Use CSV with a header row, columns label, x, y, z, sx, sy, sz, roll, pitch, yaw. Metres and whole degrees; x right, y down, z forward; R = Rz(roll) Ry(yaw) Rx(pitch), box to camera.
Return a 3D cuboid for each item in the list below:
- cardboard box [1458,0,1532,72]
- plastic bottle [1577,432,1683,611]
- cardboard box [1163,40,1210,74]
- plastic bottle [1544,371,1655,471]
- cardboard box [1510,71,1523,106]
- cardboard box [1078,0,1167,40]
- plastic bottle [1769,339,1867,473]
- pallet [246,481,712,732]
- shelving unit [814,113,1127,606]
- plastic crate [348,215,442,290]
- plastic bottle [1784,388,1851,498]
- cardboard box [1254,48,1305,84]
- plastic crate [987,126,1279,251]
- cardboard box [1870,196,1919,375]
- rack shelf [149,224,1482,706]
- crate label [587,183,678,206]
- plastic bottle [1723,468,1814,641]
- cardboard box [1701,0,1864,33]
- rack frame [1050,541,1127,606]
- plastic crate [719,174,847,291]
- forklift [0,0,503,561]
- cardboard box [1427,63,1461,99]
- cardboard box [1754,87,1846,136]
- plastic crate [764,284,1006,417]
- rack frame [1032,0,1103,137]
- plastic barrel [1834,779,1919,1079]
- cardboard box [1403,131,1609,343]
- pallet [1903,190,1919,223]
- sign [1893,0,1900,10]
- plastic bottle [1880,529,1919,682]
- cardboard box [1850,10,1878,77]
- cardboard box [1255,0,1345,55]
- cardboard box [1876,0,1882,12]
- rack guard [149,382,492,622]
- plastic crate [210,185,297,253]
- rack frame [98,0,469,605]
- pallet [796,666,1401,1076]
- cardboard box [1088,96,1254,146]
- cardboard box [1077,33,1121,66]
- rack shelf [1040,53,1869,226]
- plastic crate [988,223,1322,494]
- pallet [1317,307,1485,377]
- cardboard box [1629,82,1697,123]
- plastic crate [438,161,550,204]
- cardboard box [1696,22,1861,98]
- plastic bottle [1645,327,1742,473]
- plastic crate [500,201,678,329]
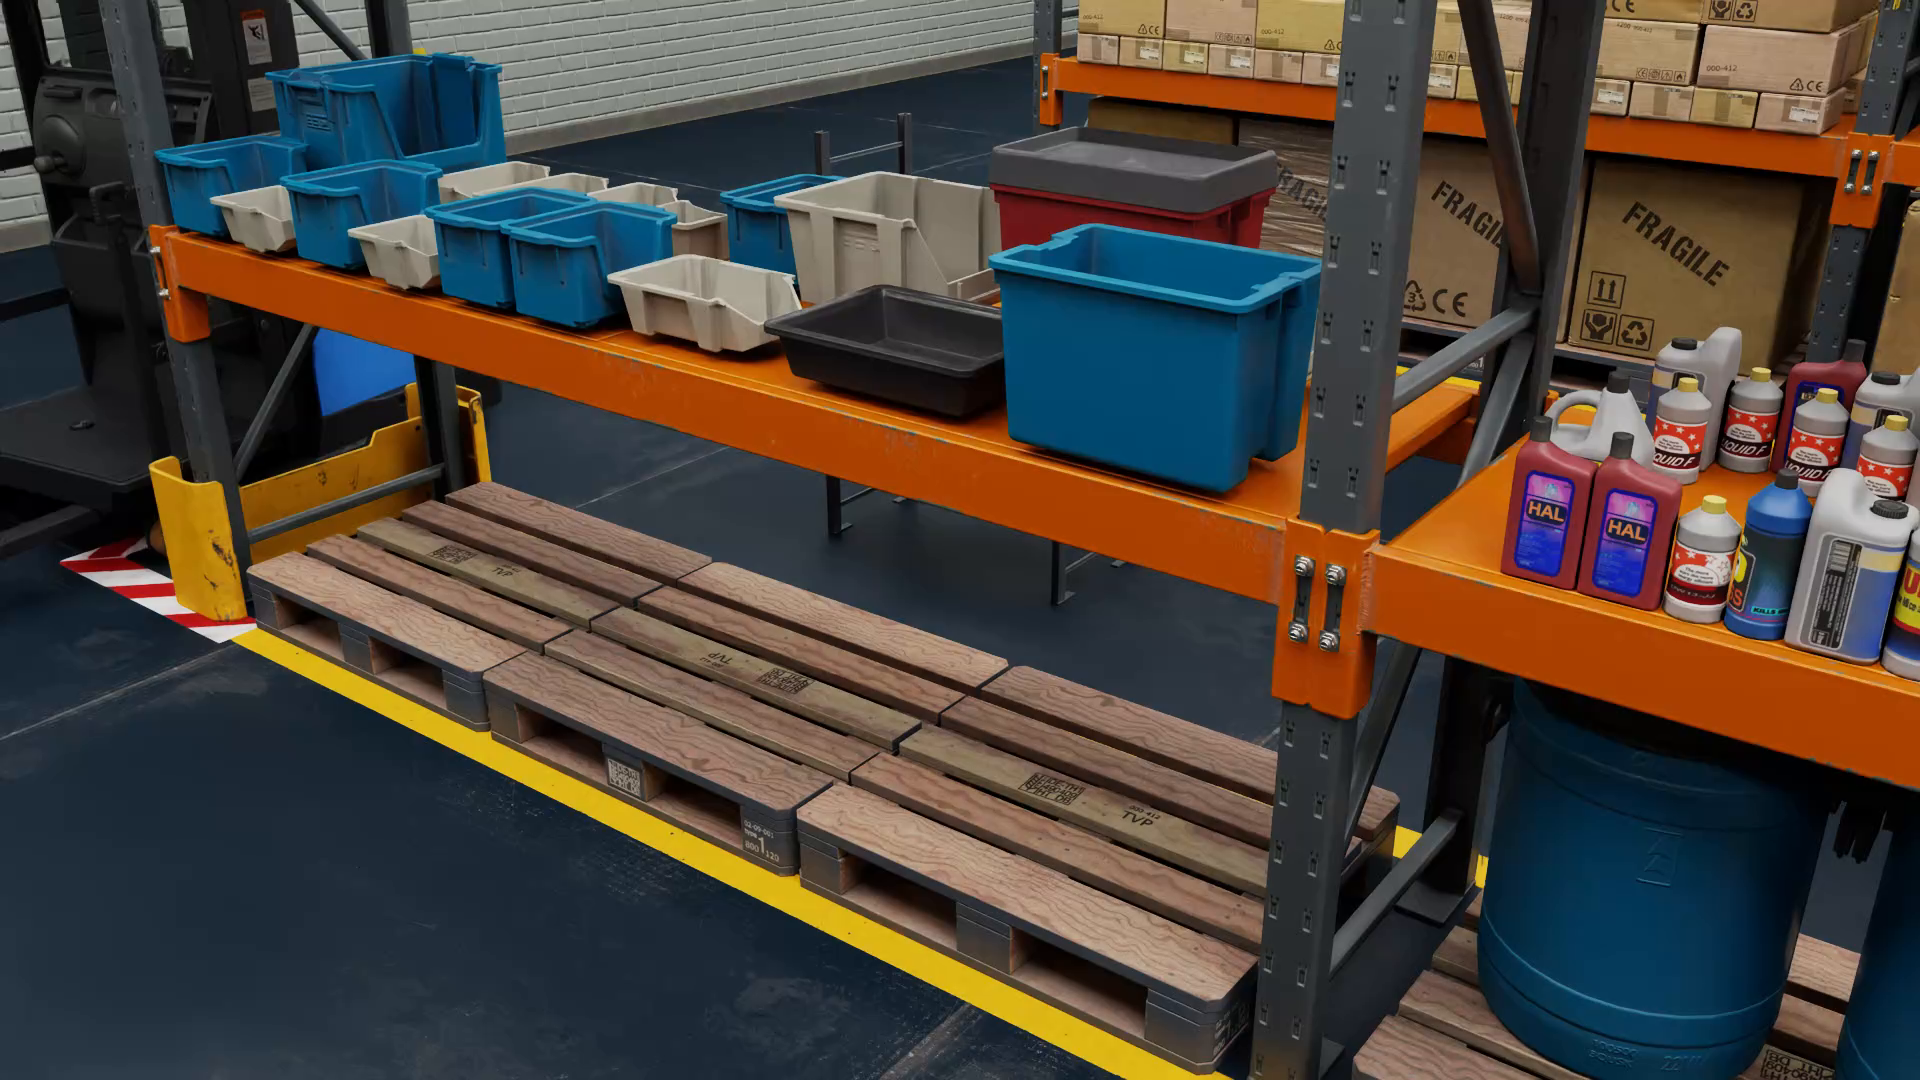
label,x,y,z,sx,sy,sz,roll,pitch,yaw
cardboard box,2.603,-2.280,7.522,0.500,0.250,0.500,18,29,34
plastic bottle,1.111,-0.033,2.749,0.133,0.283,0.061,17,29,33
cardboard box,1.234,-2.479,8.469,0.250,0.149,0.380,16,28,32
plastic bottle,1.087,-0.123,2.870,0.185,0.351,0.144,17,29,33
cardboard box,2.673,-2.045,7.482,0.250,0.149,0.380,17,29,34
cardboard box,0.959,-2.774,8.644,0.500,0.250,0.500,16,28,32
plastic bottle,1.689,-0.259,3.263,0.133,0.283,0.061,17,29,33
pallet,-1.597,0.176,5.589,1.213,0.211,1.003,17,29,33
shelving unit,0.068,-0.666,5.901,1.048,1.500,0.538,17,29,33
plastic crate,-1.484,-0.785,4.563,0.298,0.136,0.250,17,29,33
plastic bottle,1.656,-0.192,3.212,0.097,0.201,0.097,0,24,0
cardboard box,1.646,-2.355,8.186,0.250,0.149,0.380,16,28,32
plastic crate,0.403,-0.698,3.961,0.583,0.464,0.402,17,29,33
cardboard box,4.462,-1.014,6.946,0.875,0.875,1.225,17,29,33
rack shelf,-0.633,-0.499,4.555,4.000,0.370,1.077,17,29,33
crate label,-1.012,-0.946,4.929,0.243,0.136,0.396,17,29,33
plastic bottle,1.293,0.018,2.648,0.097,0.271,0.097,0,24,0
cardboard box,3.409,-2.378,6.815,0.500,0.500,0.500,18,29,35
rack frame,0.475,-0.543,5.622,0.032,1.500,0.500,17,29,33
plastic crate,-0.436,-0.849,4.590,0.300,0.233,0.416,17,29,33
forklift,-3.185,-1.474,5.961,1.130,2.935,3.031,12,26,25
cardboard box,2.266,-2.168,7.763,0.250,0.149,0.380,17,29,34
cardboard box,3.497,-1.796,6.917,0.250,0.149,0.380,17,29,34
plastic crate,-0.090,-0.430,3.773,0.590,0.125,0.437,17,29,33
rack frame,0.737,-2.910,9.135,0.127,3.000,1.000,17,29,33
plastic barrel,1.959,0.732,2.951,0.708,0.901,0.600,17,29,33
cardboard box,2.737,-1.566,8.198,0.875,0.875,0.875,17,29,33
pallet,6.435,-2.394,11.421,1.213,0.211,1.003,17,29,33
sign,3.606,-2.196,6.342,0.005,0.325,0.100,17,29,33
plastic bottle,1.478,0.074,2.521,0.097,0.271,0.097,0,24,0
cardboard box,3.719,-2.208,7.359,0.500,0.250,0.500,16,29,32
cardboard box,1.779,-2.528,8.085,0.500,0.250,0.500,16,28,32
cardboard box,6.010,-3.593,10.996,0.250,0.149,0.380,16,28,32
rack guard,-2.261,-0.170,6.015,0.348,0.500,1.175,17,29,33
plastic crate,-2.026,-0.949,4.936,0.298,0.136,0.250,17,29,33
rack frame,-2.234,-1.312,5.508,0.127,3.000,1.000,17,29,33
pallet,0.355,0.766,4.250,1.213,0.211,1.003,17,29,33
cardboard box,1.297,-2.001,9.186,0.875,0.875,0.875,17,29,33
cardboard box,0.823,-2.603,8.749,0.250,0.149,0.380,17,29,34
rack shelf,2.337,-2.097,8.182,4.000,0.370,1.077,17,29,33
plastic crate,0.389,-0.368,3.310,0.575,0.384,0.392,17,29,33
pallet,2.396,-1.171,8.645,1.213,0.211,1.003,17,29,33
cardboard box,3.086,-1.920,7.200,0.250,0.149,0.380,16,29,32
plastic crate,-1.472,-1.080,5.234,0.243,0.136,0.396,17,29,33
cardboard box,3.427,-2.032,6.960,0.500,0.250,0.500,16,29,32
plastic bottle,1.476,-0.297,3.358,0.135,0.276,0.152,17,29,33
plastic crate,-0.940,-0.706,4.265,0.300,0.233,0.416,17,29,33
